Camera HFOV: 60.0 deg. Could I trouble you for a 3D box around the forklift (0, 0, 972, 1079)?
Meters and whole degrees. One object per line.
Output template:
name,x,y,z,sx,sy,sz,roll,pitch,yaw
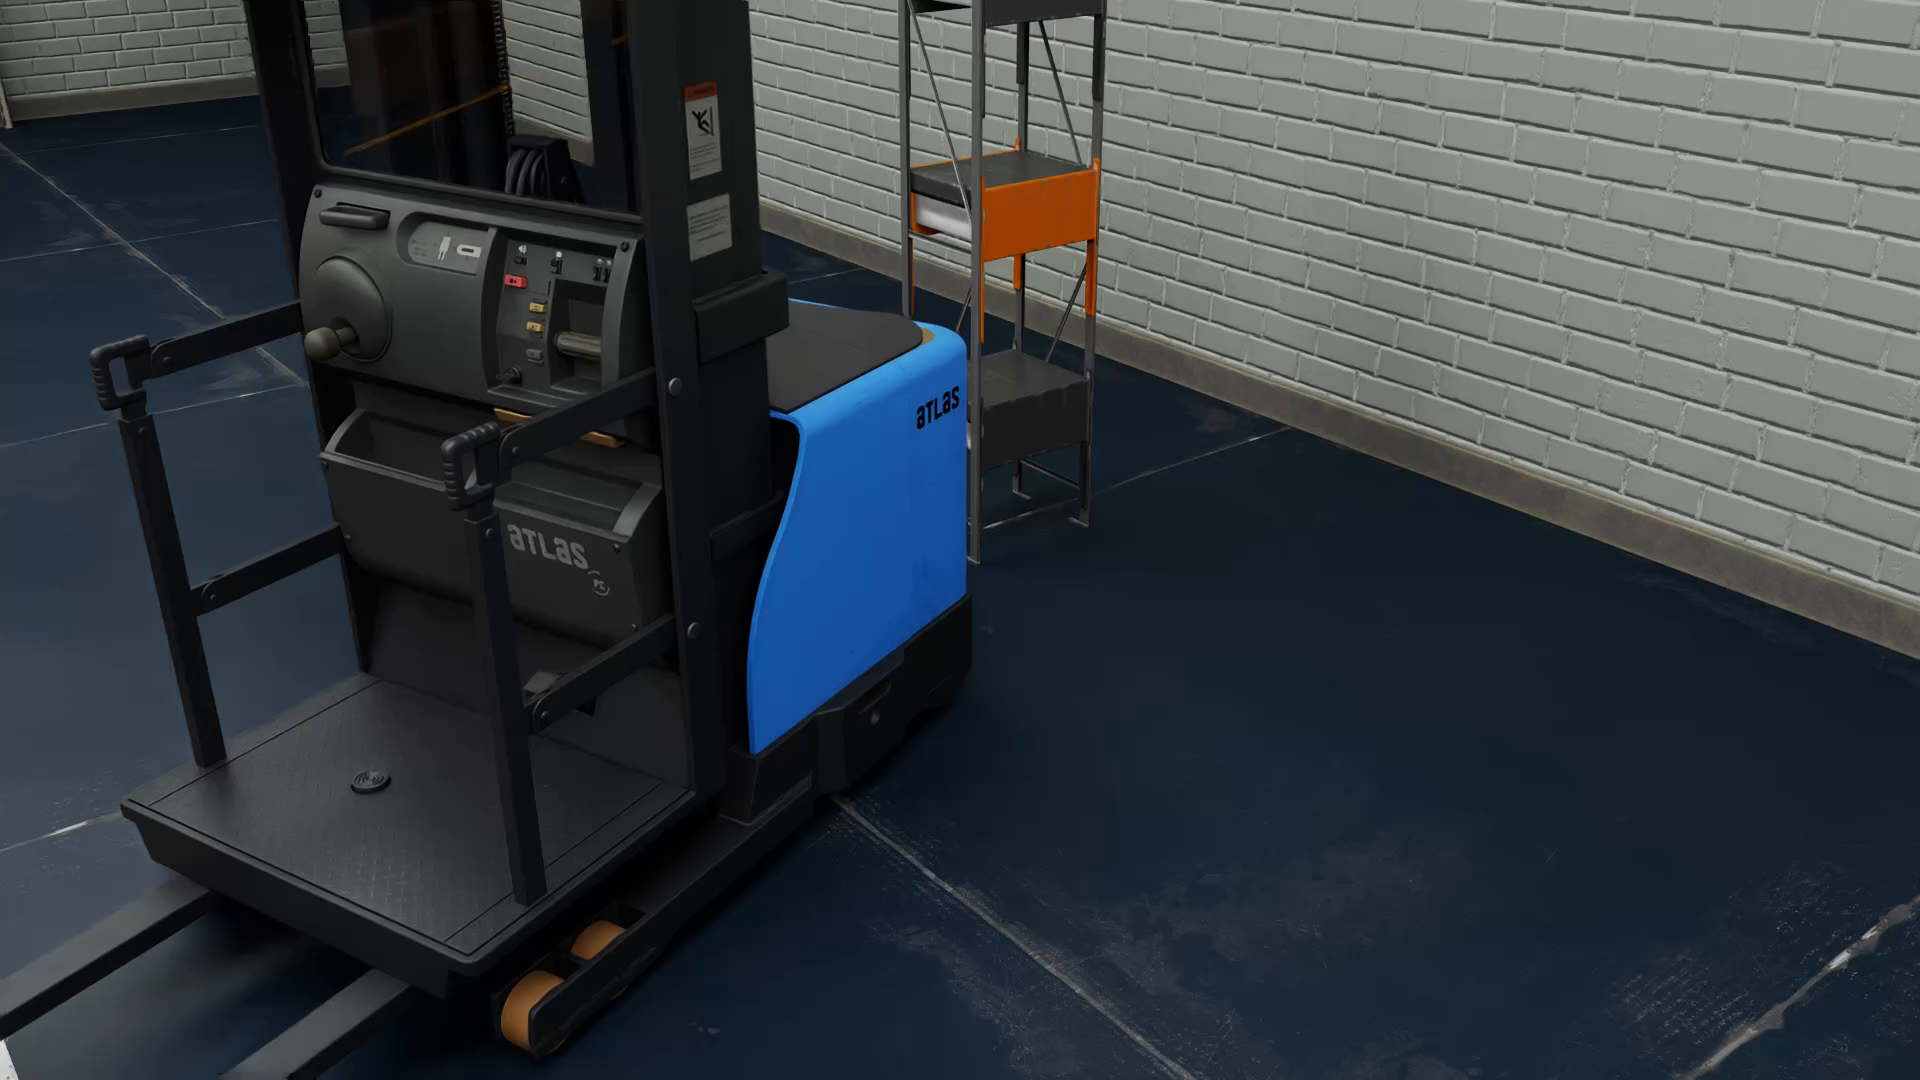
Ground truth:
forklift,-1.152,-0.486,3.315,1.130,2.935,3.031,14,28,28

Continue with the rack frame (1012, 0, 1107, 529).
rack frame,0.322,-1.059,5.537,0.015,2.100,0.400,-18,31,-34

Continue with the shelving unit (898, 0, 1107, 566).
shelving unit,0.130,-0.995,5.401,0.503,2.100,0.431,-18,31,-34

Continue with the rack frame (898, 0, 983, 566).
rack frame,-0.062,-0.932,5.264,0.015,2.100,0.400,-18,31,-34

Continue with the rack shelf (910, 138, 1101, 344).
rack shelf,0.130,-0.983,5.406,0.480,0.518,0.431,-18,31,-34

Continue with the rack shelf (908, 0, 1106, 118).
rack shelf,0.130,-1.618,5.112,0.480,0.518,0.431,-18,31,-34

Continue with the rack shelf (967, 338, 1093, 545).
rack shelf,0.130,-0.348,5.701,0.480,0.518,0.431,-18,31,-34

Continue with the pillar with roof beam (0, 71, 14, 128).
pillar with roof beam,-4.621,-5.717,7.380,0.400,9.000,9.100,-18,31,-34
